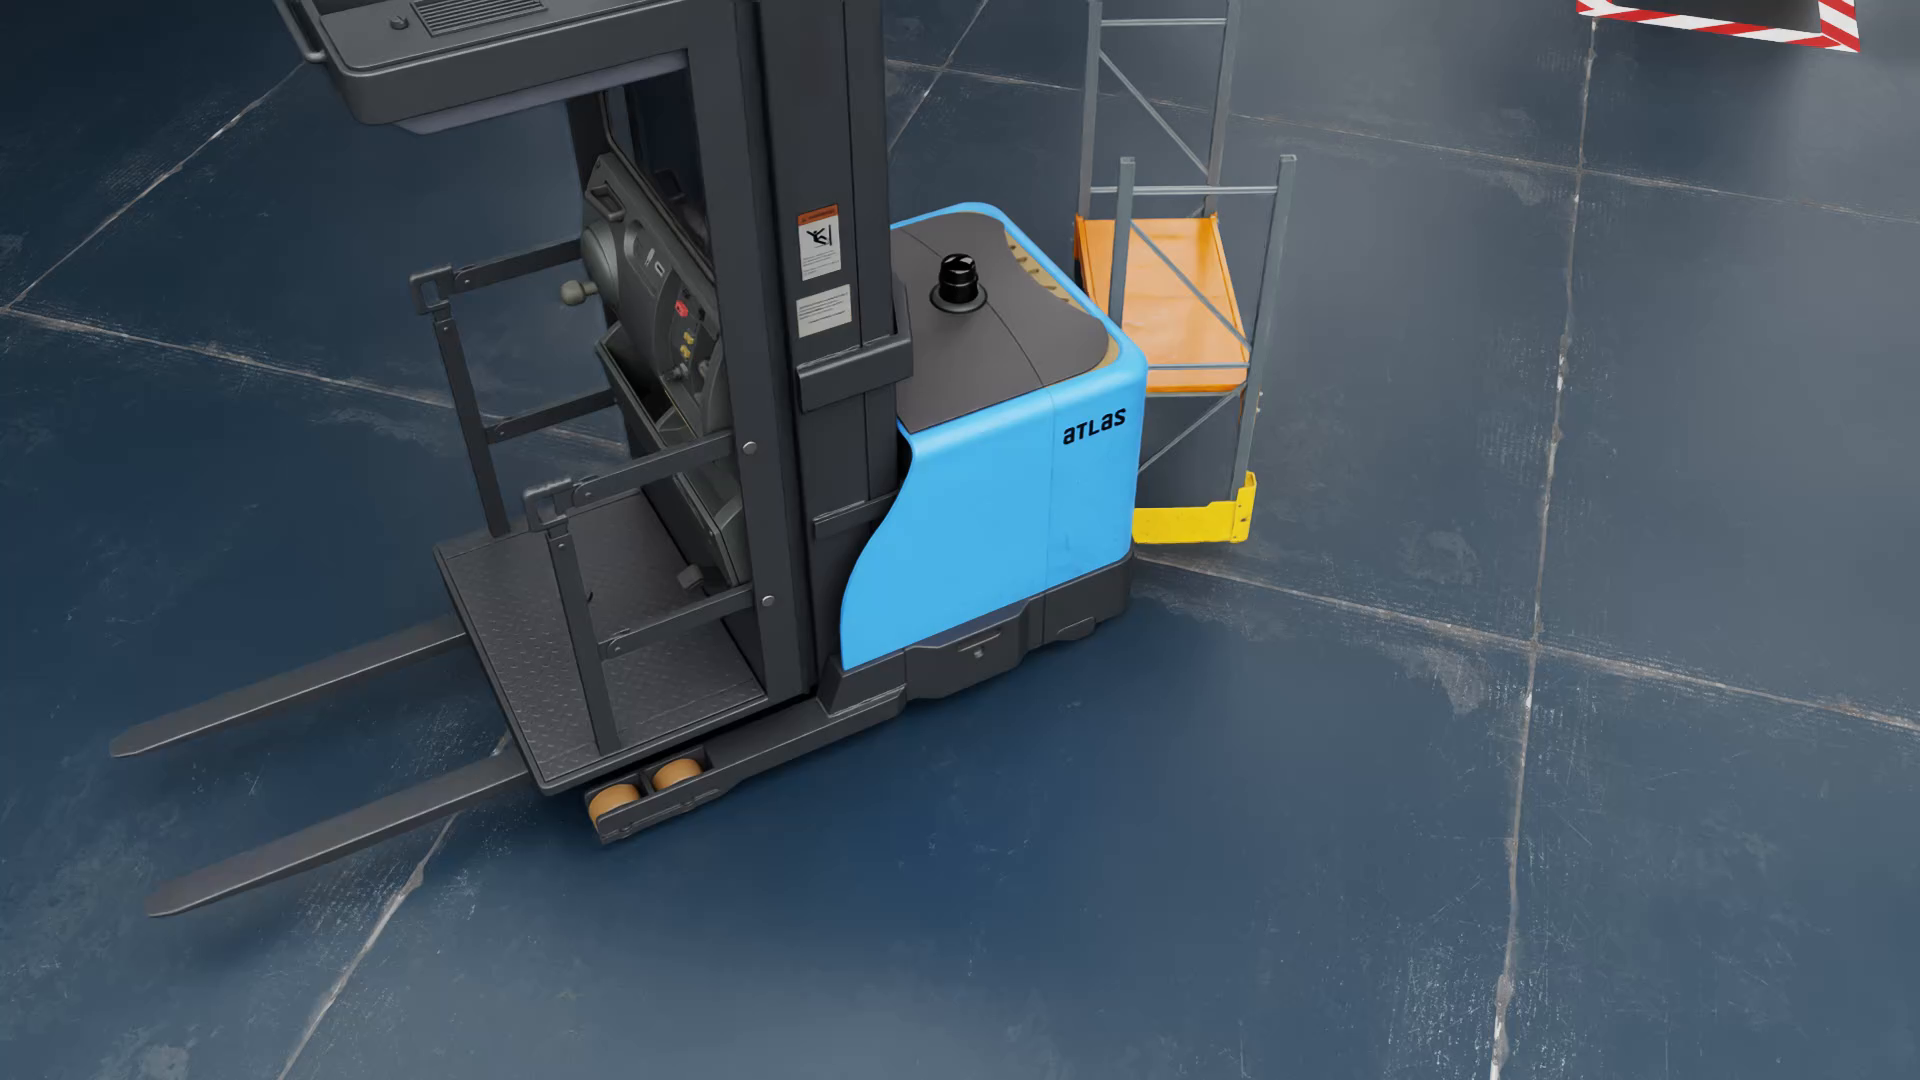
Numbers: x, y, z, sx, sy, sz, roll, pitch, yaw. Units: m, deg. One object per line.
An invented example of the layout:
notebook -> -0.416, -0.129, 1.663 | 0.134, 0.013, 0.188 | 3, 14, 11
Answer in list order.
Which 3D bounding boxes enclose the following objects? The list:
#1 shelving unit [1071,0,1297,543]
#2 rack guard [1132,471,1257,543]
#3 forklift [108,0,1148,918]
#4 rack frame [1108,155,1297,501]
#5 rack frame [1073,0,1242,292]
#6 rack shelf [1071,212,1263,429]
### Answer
shelving unit -> 0.688, -0.905, 5.602 | 0.587, 1.500, 1.083 | -1, 44, -1
rack guard -> 0.702, -0.110, 5.683 | 0.587, 0.250, 0.087 | -1, 44, -1
forklift -> -0.985, -0.600, 4.268 | 3.031, 2.935, 1.130 | -21, 48, -20
rack frame -> 0.703, -0.543, 5.232 | 0.500, 1.500, 0.032 | -1, 44, -1
rack frame -> 0.673, -1.254, 5.959 | 0.500, 1.500, 0.032 | -1, 44, -1
rack shelf -> 0.688, -0.770, 5.721 | 0.538, 0.185, 1.000 | -1, 44, -1
